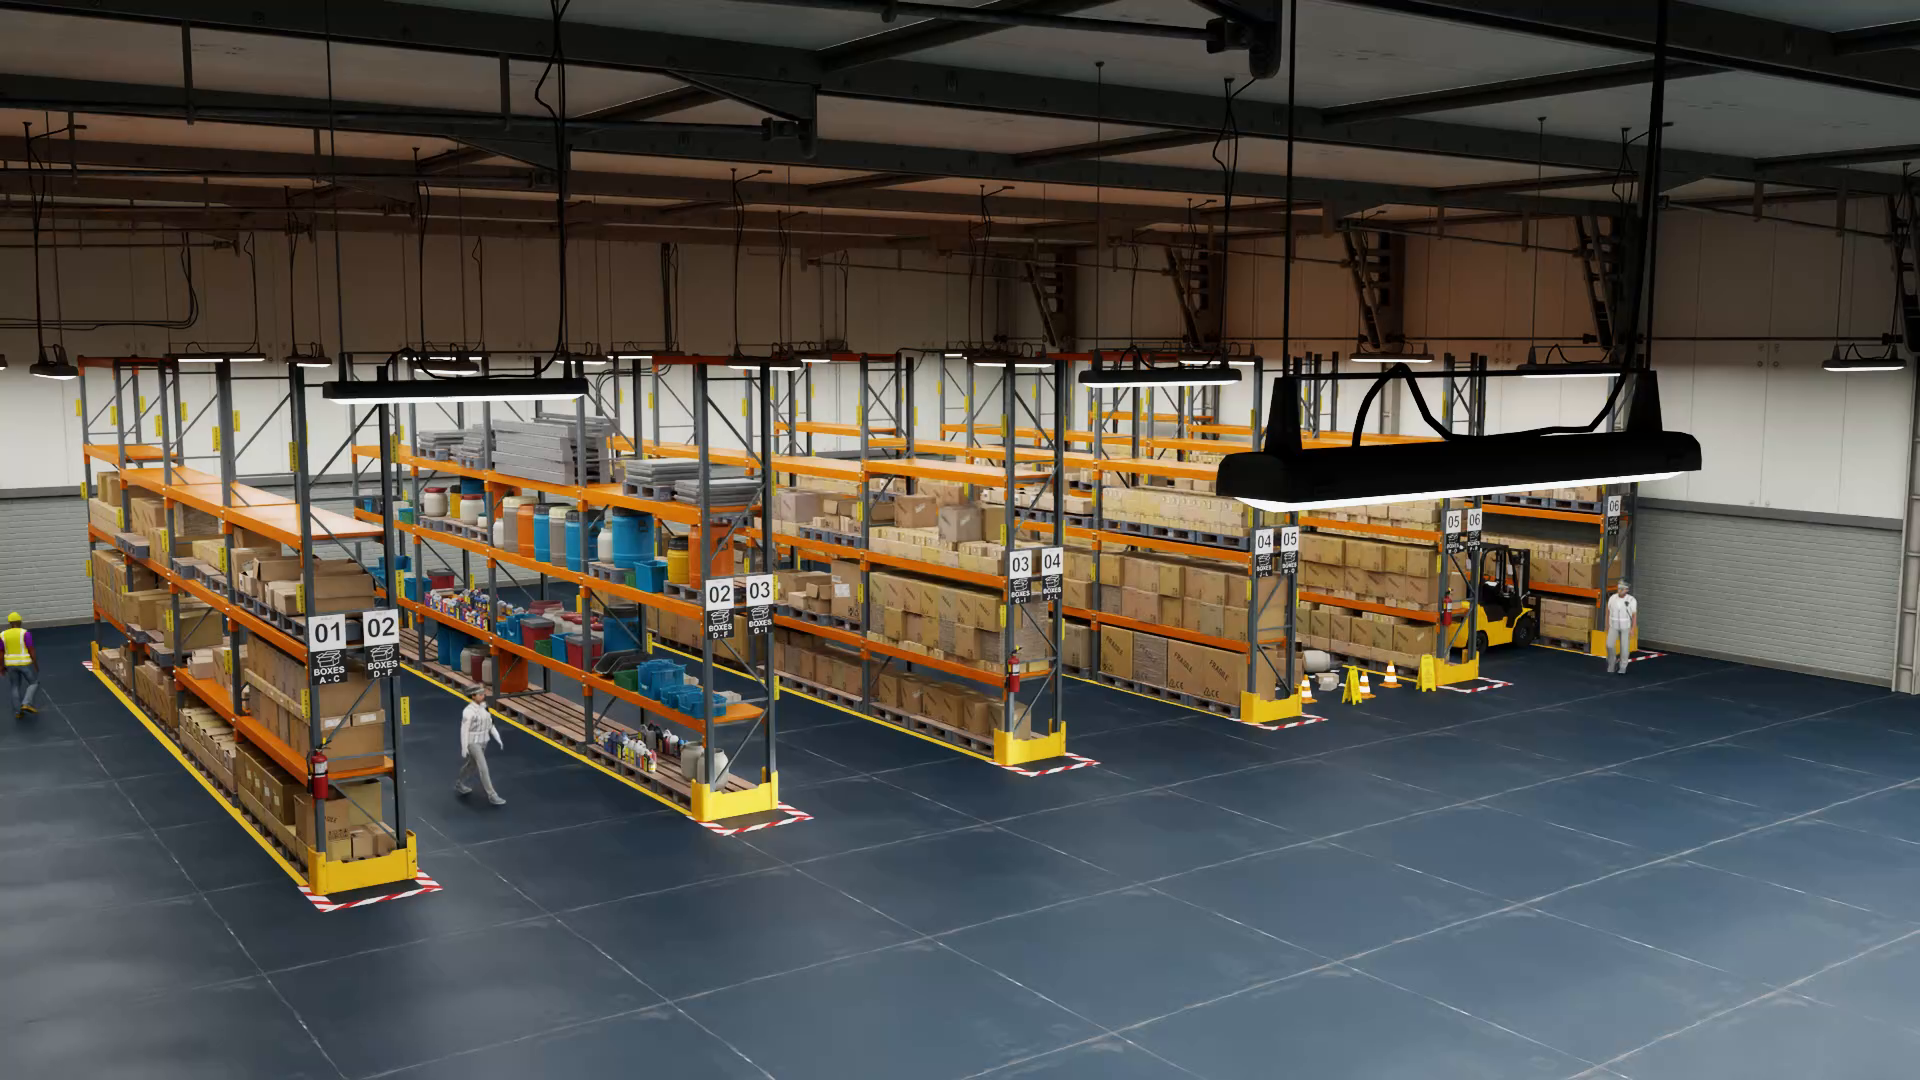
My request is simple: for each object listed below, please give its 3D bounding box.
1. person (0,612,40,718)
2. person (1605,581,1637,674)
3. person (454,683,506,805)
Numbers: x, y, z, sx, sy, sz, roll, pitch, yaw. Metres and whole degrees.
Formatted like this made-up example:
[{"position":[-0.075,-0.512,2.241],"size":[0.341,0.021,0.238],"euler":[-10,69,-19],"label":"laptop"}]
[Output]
[{"position":[-15.734,2.094,27.785],"size":[0.609,1.769,0.489],"euler":[-1,7,-5],"label":"person"},{"position":[12.453,1.666,31.328],"size":[0.540,1.812,0.457],"euler":[4,8,29],"label":"person"},{"position":[-6.580,2.749,22.727],"size":[1.070,1.614,0.541],"euler":[4,8,28],"label":"person"}]
